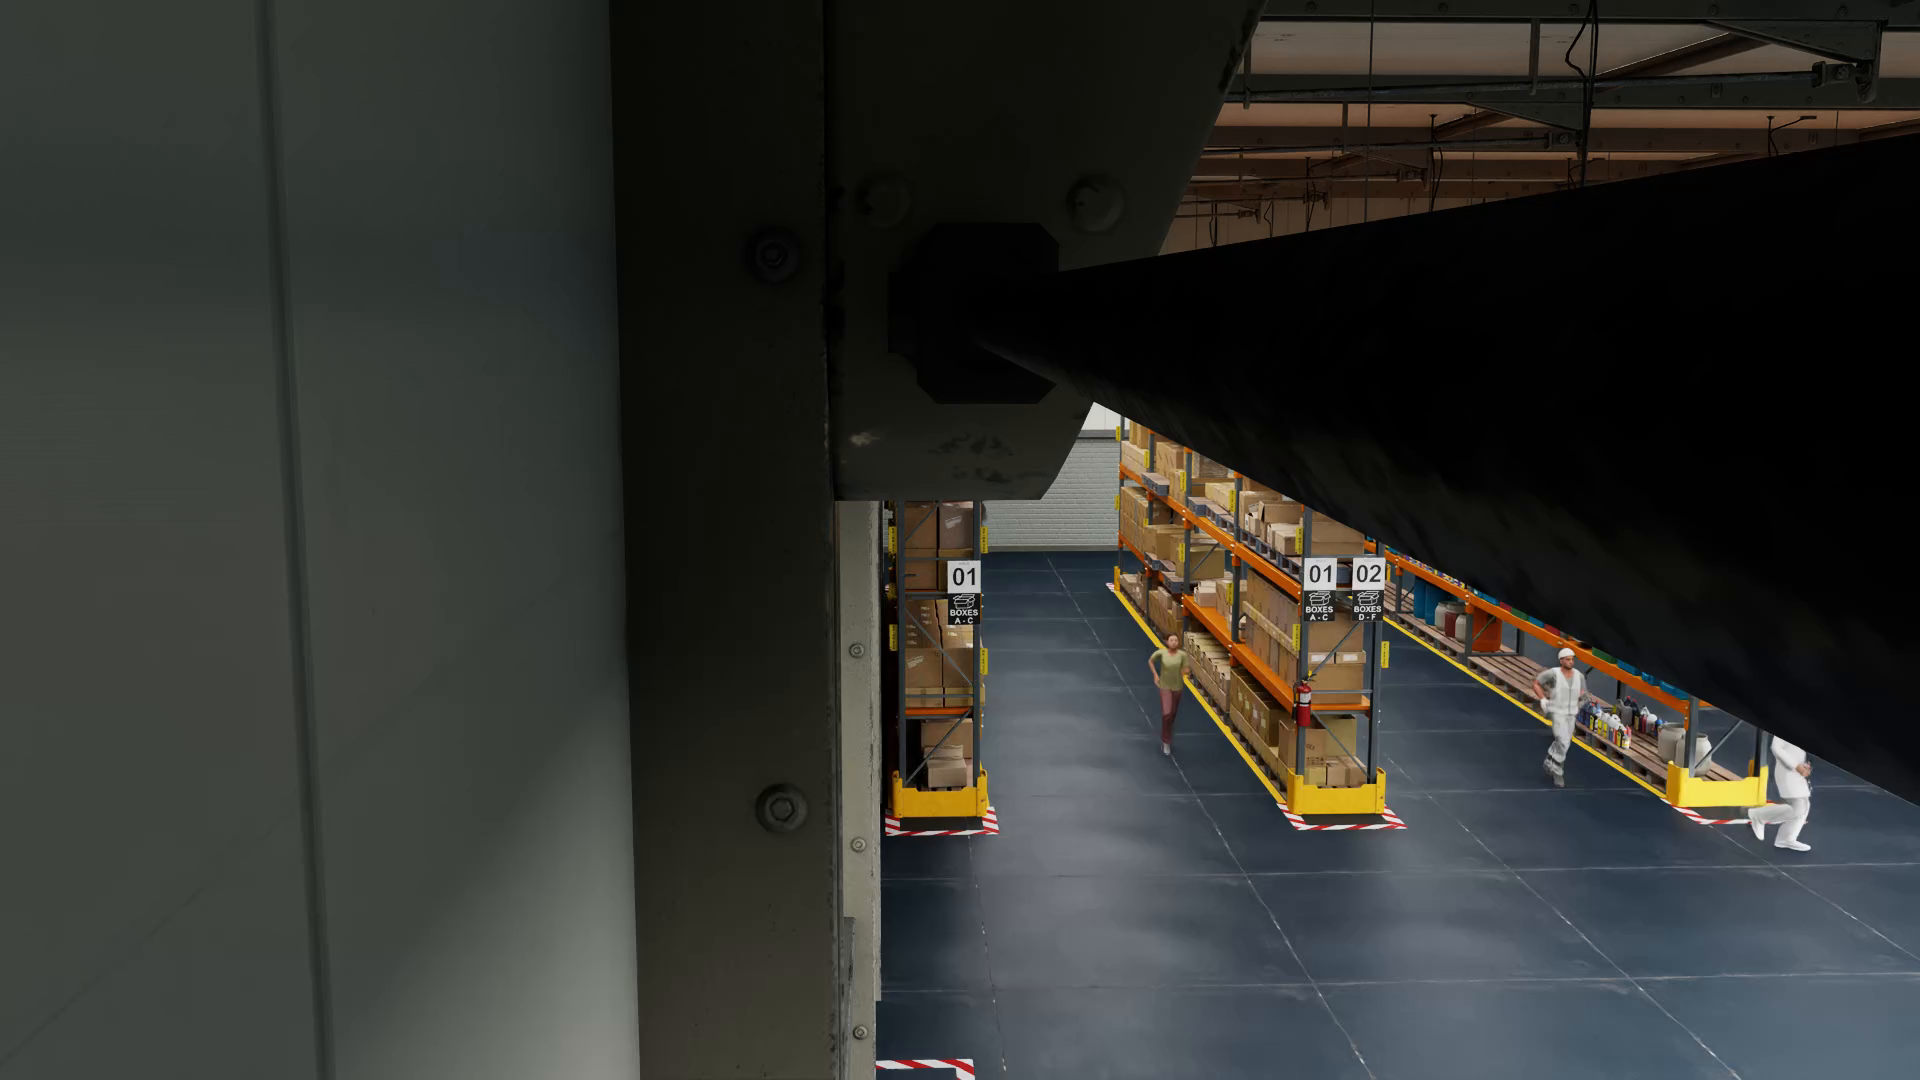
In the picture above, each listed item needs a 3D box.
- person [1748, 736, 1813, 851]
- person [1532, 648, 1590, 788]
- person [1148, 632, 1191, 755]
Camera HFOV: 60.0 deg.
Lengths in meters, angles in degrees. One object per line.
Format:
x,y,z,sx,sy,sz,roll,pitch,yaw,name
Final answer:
9.599,2.709,19.328,0.645,1.732,0.737,6,10,37,person
7.924,2.321,21.845,0.627,1.835,0.765,-2,8,-14,person
2.976,2.137,23.513,0.557,1.724,0.738,-1,8,-8,person
